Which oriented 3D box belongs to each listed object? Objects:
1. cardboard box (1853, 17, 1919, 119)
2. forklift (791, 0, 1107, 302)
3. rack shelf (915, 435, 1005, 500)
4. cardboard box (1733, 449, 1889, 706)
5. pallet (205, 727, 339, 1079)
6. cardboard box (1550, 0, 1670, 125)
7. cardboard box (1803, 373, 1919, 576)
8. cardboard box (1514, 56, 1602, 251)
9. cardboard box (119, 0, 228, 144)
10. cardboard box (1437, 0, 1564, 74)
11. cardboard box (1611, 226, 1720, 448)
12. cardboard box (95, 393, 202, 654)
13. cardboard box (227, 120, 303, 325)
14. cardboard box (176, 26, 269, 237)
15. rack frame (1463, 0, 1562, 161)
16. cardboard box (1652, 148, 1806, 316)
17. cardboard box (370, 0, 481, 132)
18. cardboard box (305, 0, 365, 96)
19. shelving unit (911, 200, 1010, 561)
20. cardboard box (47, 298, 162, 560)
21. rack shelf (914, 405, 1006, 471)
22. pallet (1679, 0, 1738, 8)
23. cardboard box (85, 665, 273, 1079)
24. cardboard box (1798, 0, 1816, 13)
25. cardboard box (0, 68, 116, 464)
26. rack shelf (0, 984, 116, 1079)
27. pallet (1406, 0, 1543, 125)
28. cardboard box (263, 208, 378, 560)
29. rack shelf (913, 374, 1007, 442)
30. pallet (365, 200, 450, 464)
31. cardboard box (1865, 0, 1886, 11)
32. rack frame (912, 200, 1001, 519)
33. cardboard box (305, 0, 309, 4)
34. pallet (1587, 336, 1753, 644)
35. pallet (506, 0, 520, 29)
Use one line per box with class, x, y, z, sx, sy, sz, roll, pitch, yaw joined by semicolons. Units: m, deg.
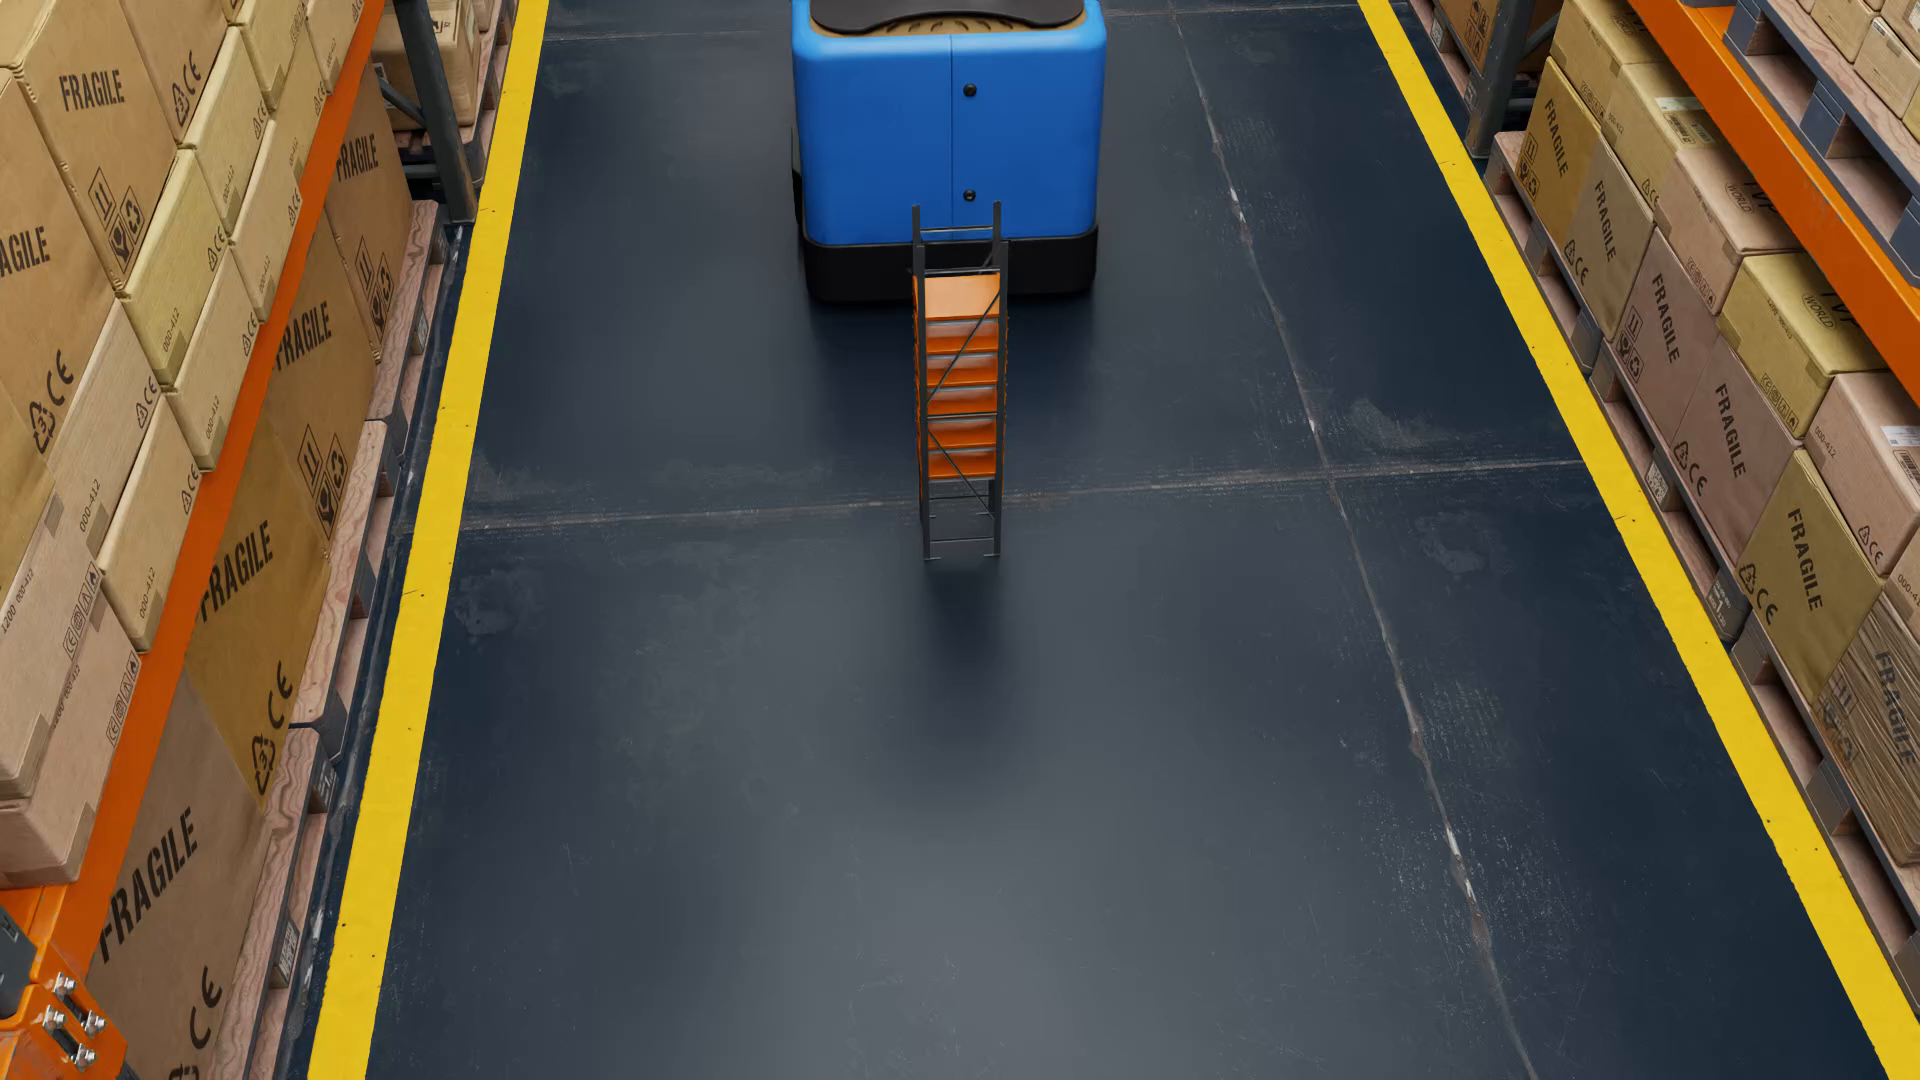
cardboard box;2.525;-1.207;4.211;0.380;0.149;0.250;-5;47;-5
forklift;-0.124;-2.929;6.005;1.130;2.935;3.031;-3;47;-3
rack shelf;-0.001;-0.227;5.031;0.258;0.103;0.180;-3;47;-3
cardboard box;2.535;0.085;4.536;0.500;0.500;0.500;-4;47;-4
pallet;-2.174;1.041;4.119;1.003;0.211;1.213;-3;47;-3
cardboard box;2.372;-1.662;5.674;0.500;0.250;0.500;-5;47;-5
cardboard box;2.546;-0.177;4.268;0.500;0.250;0.500;-1;47;-1
cardboard box;2.360;-1.390;5.933;0.500;0.500;0.500;-5;47;-5
cardboard box;-1.944;-1.182;3.546;0.500;0.500;0.500;-4;47;-4
cardboard box;2.594;-2.449;6.764;1.050;0.750;0.750;-4;47;-4
cardboard box;2.453;-0.656;5.237;0.500;0.500;0.500;-5;47;-4
cardboard box;-1.853;-0.022;3.308;0.500;0.250;0.500;-5;47;-4
cardboard box;-1.912;-0.756;4.003;0.500;0.250;0.500;-4;47;-4
cardboard box;-1.922;-0.928;3.822;0.500;0.250;0.500;-5;47;-4
rack frame;2.555;-2.633;5.677;1.000;3.000;0.127;-3;47;-3
cardboard box;2.443;-0.936;4.986;0.500;0.250;0.500;-3;47;-3
cardboard box;-2.406;-1.909;6.512;0.950;0.372;0.625;-6;47;-6
cardboard box;-2.009;-1.488;4.697;0.500;0.250;0.500;-3;47;-3
shelving unit;-0.001;-0.423;4.824;0.258;1.200;0.189;-3;47;-3
cardboard box;-1.862;-0.196;3.129;0.500;0.250;0.500;-3;47;-3
rack shelf;-0.001;-0.310;4.944;0.258;0.103;0.180;-3;47;-3
pallet;2.721;-2.057;5.265;1.213;0.211;1.003;-3;47;-3
cardboard box;-2.166;0.778;3.621;0.875;0.875;0.875;-2;47;-2
cardboard box;2.486;-1.578;4.562;0.380;0.149;0.250;-2;47;-2
cardboard box;-1.855;-0.445;2.848;0.500;0.500;0.500;-4;47;-4
rack shelf;-1.867;2.330;1.473;1.077;0.370;4.000;-3;47;-3
pallet;2.564;-2.249;7.234;1.003;0.211;1.213;-3;47;-3
cardboard box;-2.323;-0.522;4.853;0.875;0.875;0.875;-3;47;-3
rack shelf;-0.001;-0.392;4.857;0.258;0.103;0.180;-3;47;-3
pallet;-2.378;-0.725;5.791;1.003;0.211;1.213;-3;47;-3
cardboard box;2.505;-1.499;4.283;0.380;0.149;0.250;-4;47;-4
rack frame;-0.009;-0.489;4.887;0.240;1.200;0.006;-3;47;-3
cardboard box;-2.029;-1.673;4.528;0.500;0.250;0.500;-5;47;-4
pallet;2.718;-0.228;5.320;1.003;0.211;1.213;-3;47;-3
pallet;-2.532;-2.746;7.705;1.003;0.211;1.213;-3;47;-3
